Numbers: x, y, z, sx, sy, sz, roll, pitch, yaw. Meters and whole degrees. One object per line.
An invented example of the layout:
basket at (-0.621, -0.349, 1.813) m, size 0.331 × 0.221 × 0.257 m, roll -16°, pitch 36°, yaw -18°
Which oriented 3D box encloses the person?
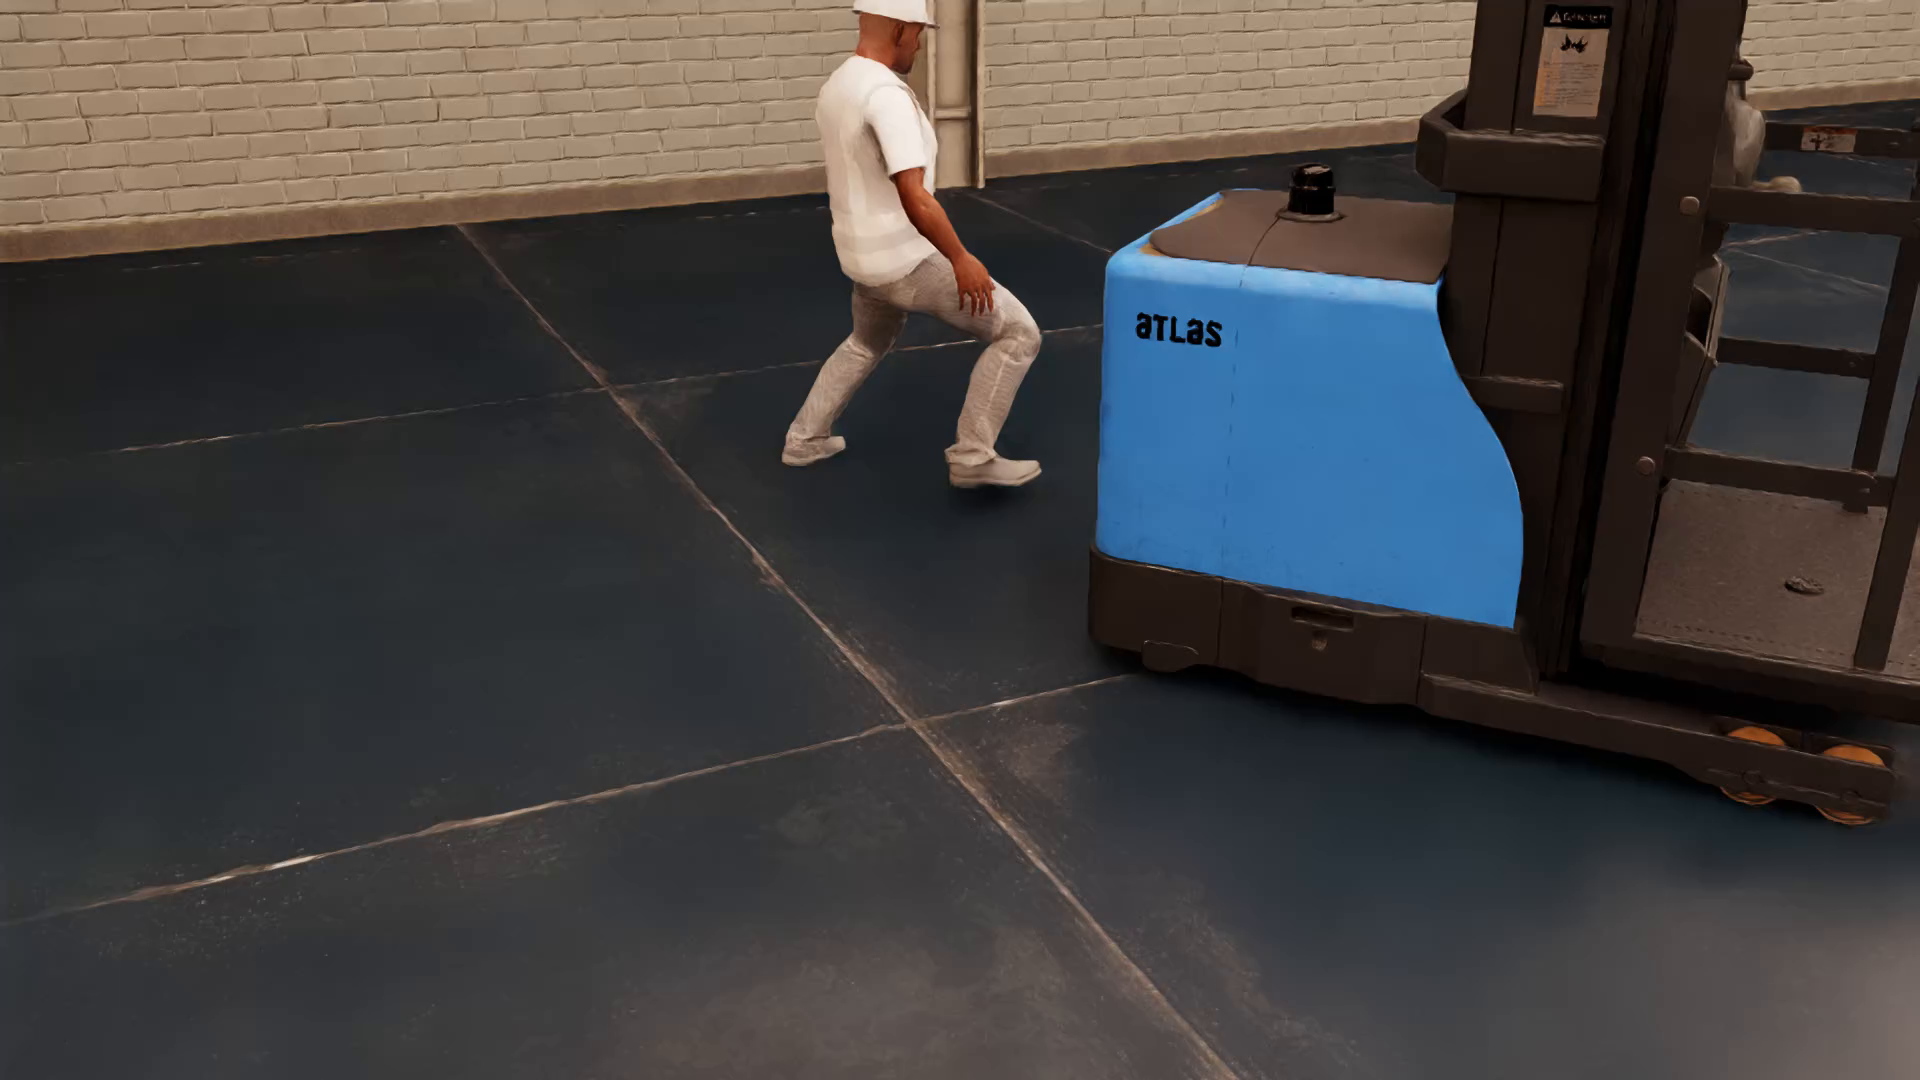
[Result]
person at (-0.204, -0.974, 5.375) m, size 0.702 × 1.631 × 1.021 m, roll -10°, pitch 24°, yaw -22°

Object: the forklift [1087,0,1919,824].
forklift at (1.893, -0.968, 3.616) m, size 3.031 × 2.935 × 1.130 m, roll 10°, pitch 25°, yaw 23°
